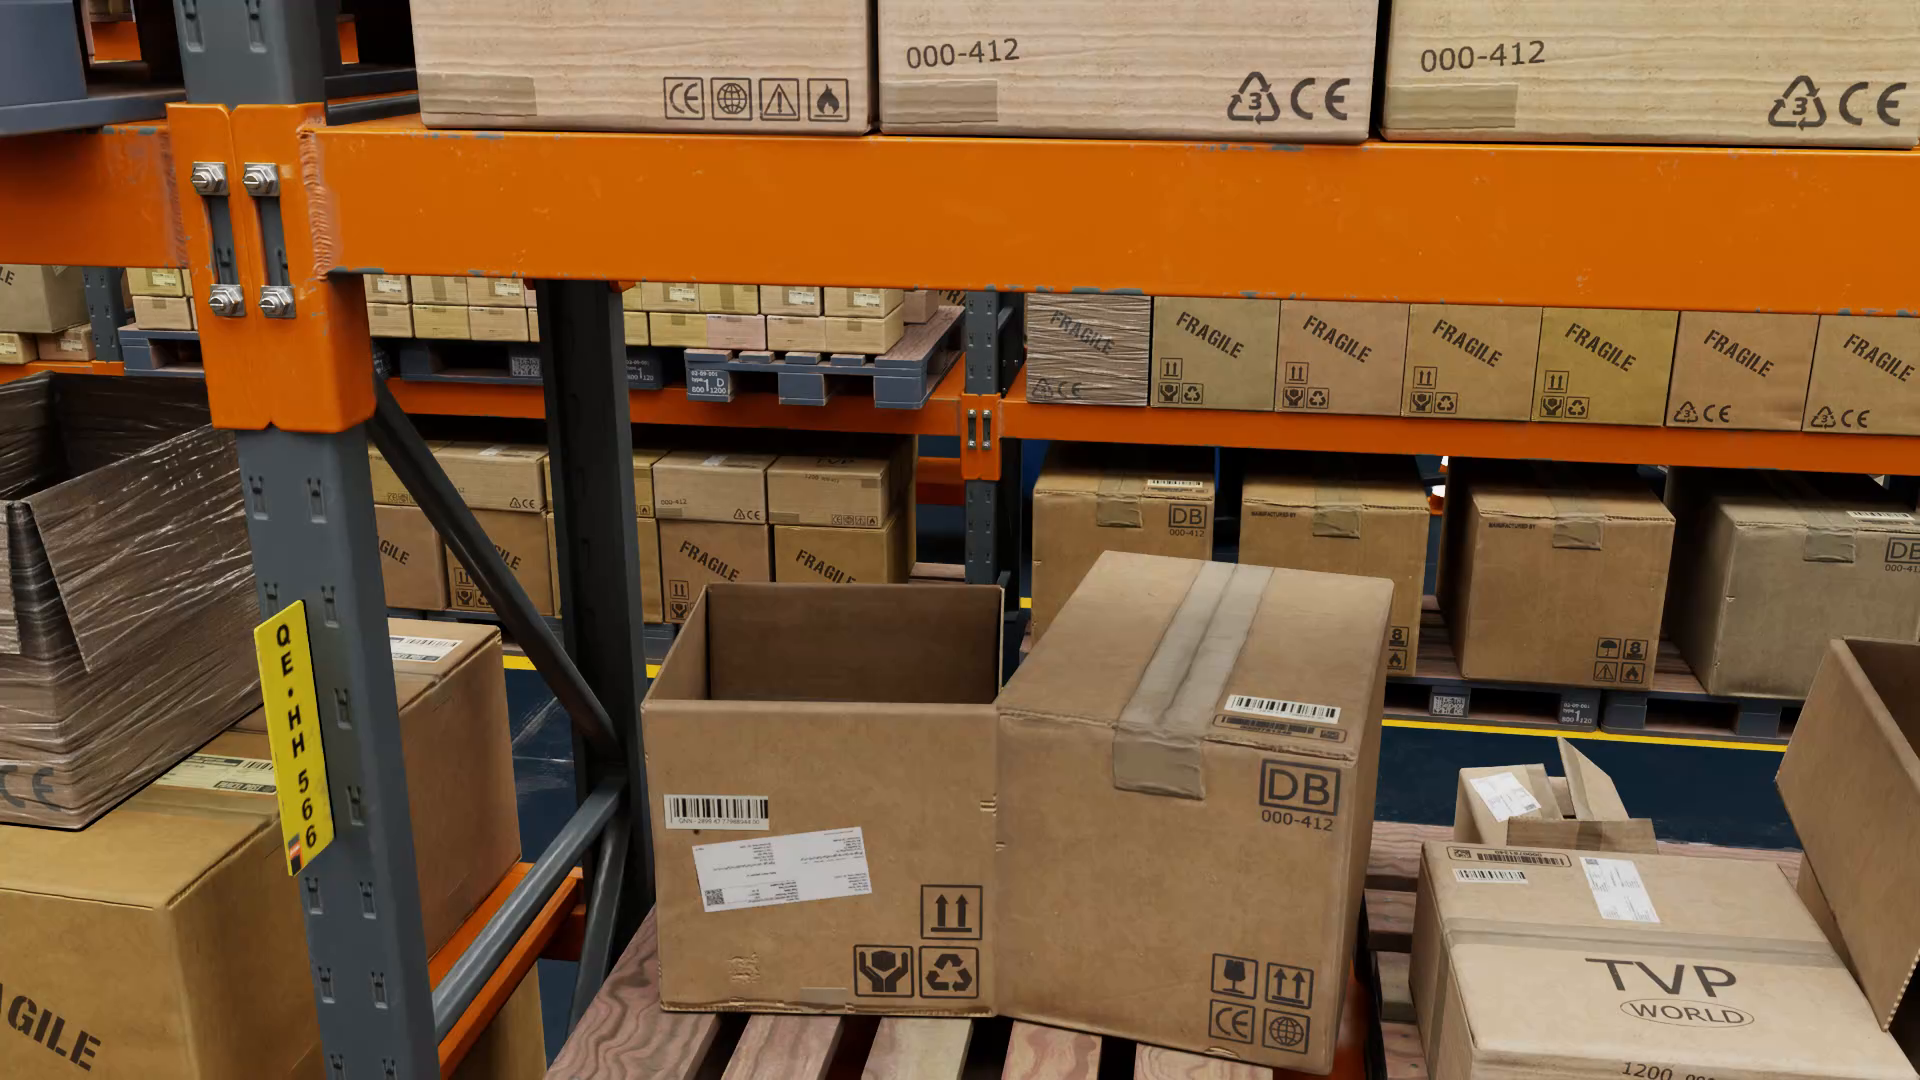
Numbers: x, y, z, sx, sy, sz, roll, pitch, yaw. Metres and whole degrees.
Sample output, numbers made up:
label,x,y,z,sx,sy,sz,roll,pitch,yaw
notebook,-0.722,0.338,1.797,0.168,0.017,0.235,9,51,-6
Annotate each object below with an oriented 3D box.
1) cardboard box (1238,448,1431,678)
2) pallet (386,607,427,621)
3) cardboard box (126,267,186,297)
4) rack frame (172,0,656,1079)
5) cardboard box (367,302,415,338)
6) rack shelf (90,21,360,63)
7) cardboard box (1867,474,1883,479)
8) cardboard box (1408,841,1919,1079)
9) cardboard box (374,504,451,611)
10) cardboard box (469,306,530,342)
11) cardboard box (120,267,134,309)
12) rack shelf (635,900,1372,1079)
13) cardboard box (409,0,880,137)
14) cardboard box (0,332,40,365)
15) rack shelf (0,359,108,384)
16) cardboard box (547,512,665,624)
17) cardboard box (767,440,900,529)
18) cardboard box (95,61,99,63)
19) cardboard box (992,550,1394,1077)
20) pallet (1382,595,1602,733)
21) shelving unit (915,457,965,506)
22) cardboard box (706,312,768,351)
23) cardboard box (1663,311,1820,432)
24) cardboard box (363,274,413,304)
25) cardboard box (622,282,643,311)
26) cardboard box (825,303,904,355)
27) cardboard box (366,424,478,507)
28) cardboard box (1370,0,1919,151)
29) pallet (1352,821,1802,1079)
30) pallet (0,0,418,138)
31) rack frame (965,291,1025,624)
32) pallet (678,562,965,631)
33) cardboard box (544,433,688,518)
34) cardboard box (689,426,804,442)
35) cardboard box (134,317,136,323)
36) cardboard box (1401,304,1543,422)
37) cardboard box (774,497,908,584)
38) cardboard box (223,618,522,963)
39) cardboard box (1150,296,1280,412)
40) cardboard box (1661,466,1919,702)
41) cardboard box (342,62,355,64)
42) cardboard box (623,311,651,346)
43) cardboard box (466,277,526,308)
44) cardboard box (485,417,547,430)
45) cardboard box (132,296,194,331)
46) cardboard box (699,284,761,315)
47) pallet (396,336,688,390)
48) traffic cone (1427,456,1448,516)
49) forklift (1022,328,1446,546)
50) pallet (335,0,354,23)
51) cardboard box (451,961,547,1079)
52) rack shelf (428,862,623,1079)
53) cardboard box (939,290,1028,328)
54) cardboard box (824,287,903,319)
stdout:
label,x,y,z,sx,sy,sz,roll,pitch,yaw
cardboard box,1.613,0.038,7.345,0.750,0.750,1.050,3,19,9
pallet,-3.018,0.229,8.287,1.213,0.211,1.003,3,19,9
cardboard box,-3.471,-1.190,7.397,0.250,0.149,0.380,3,19,10
rack frame,-0.724,0.617,2.733,0.053,2.616,0.949,3,19,9
cardboard box,-2.451,-0.997,7.290,0.250,0.149,0.380,2,19,6
rack shelf,-1.813,-2.113,7.298,4.000,0.370,1.077,3,19,9
cardboard box,5.639,-0.621,10.368,0.500,0.500,0.500,-15,24,-38
cardboard box,0.894,0.646,2.220,0.500,0.250,0.500,2,19,7
cardboard box,-2.577,0.000,7.853,0.500,0.500,0.500,4,19,11
cardboard box,-1.933,-0.971,7.212,0.250,0.149,0.380,2,19,6
cardboard box,-4.236,-1.425,8.208,0.500,0.500,0.500,3,19,8
rack shelf,1.250,1.059,2.543,4.000,0.370,1.077,3,19,9
cardboard box,-0.301,-0.630,1.969,0.500,0.250,0.500,3,19,10
cardboard box,-4.378,-0.933,7.761,0.250,0.149,0.380,2,19,7
rack shelf,-5.762,-0.892,8.376,4.000,0.370,1.077,3,19,9
cardboard box,-1.566,0.055,7.689,0.500,0.500,0.500,2,19,6
cardboard box,-0.555,-0.253,7.427,0.500,0.250,0.500,2,19,7
cardboard box,-6.475,-3.623,12.649,0.250,0.149,0.380,3,19,10
cardboard box,0.382,0.382,2.613,0.500,0.500,0.700,6,19,17
pallet,2.130,0.517,7.427,1.213,0.211,1.003,3,19,9
shelving unit,-0.314,-0.510,9.054,1.048,1.125,0.538,3,19,9
cardboard box,-0.897,-0.918,7.053,0.250,0.149,0.380,3,19,10
cardboard box,3.055,-0.745,6.646,0.500,0.500,0.500,3,19,8
cardboard box,-2.437,-1.139,7.244,0.250,0.149,0.380,4,19,11
cardboard box,-1.414,-1.086,7.086,0.250,0.149,0.380,3,19,8
cardboard box,-0.398,-0.892,6.976,0.250,0.149,0.380,3,19,10
cardboard box,-2.573,-0.356,7.735,0.500,0.250,0.500,3,19,10
cardboard box,0.715,-0.582,1.823,0.500,0.250,0.500,3,19,10
pallet,1.237,0.795,2.501,1.213,0.211,1.003,3,19,9
pallet,-1.369,-0.731,2.331,1.003,0.211,1.213,4,19,11
rack frame,0.162,-0.931,7.359,0.127,3.000,1.000,3,19,9
pallet,-0.609,0.351,7.920,1.213,0.211,1.003,3,19,9
cardboard box,-1.554,-0.305,7.584,0.500,0.250,0.500,3,19,10
cardboard box,-0.981,-0.437,7.977,0.500,0.250,0.500,3,19,8
cardboard box,-4.015,-1.130,8.349,0.250,0.149,0.380,4,19,11
cardboard box,2.054,-0.795,6.796,0.500,0.500,0.500,3,19,8
cardboard box,-0.529,0.104,7.543,0.500,0.500,0.500,3,19,8
cardboard box,-1.161,0.460,3.042,0.500,0.500,0.500,3,19,10
cardboard box,1.065,-0.847,6.949,0.500,0.500,0.500,3,19,8
cardboard box,3.484,0.135,7.057,0.750,0.750,1.050,3,19,8
cardboard box,-4.450,-3.505,12.295,0.250,0.149,0.380,3,19,8
cardboard box,-1.408,-0.945,7.133,0.250,0.149,0.380,2,19,6
cardboard box,-1.927,-1.112,7.163,0.250,0.149,0.380,3,19,8
cardboard box,-1.982,-0.491,8.140,0.500,0.250,0.500,2,19,6
cardboard box,-3.471,-1.049,7.444,0.250,0.149,0.380,2,19,6
cardboard box,-0.922,-1.060,7.009,0.250,0.149,0.380,3,19,10
pallet,-1.799,-0.927,7.649,1.213,0.211,1.003,3,19,9
traffic cone,2.906,-0.408,9.793,0.334,0.463,0.336,3,19,9
forklift,1.717,-1.557,9.338,3.031,2.935,1.130,-5,19,-15
pallet,-2.170,-2.350,7.169,1.003,0.211,1.213,3,19,9
cardboard box,-1.402,1.385,3.124,0.875,0.875,1.225,2,19,6
rack shelf,-2.699,0.858,3.145,4.000,0.370,1.077,3,19,9
cardboard box,0.179,-1.739,12.461,0.875,0.875,0.875,3,19,8
cardboard box,-0.398,-1.035,6.933,0.250,0.149,0.380,3,19,10
